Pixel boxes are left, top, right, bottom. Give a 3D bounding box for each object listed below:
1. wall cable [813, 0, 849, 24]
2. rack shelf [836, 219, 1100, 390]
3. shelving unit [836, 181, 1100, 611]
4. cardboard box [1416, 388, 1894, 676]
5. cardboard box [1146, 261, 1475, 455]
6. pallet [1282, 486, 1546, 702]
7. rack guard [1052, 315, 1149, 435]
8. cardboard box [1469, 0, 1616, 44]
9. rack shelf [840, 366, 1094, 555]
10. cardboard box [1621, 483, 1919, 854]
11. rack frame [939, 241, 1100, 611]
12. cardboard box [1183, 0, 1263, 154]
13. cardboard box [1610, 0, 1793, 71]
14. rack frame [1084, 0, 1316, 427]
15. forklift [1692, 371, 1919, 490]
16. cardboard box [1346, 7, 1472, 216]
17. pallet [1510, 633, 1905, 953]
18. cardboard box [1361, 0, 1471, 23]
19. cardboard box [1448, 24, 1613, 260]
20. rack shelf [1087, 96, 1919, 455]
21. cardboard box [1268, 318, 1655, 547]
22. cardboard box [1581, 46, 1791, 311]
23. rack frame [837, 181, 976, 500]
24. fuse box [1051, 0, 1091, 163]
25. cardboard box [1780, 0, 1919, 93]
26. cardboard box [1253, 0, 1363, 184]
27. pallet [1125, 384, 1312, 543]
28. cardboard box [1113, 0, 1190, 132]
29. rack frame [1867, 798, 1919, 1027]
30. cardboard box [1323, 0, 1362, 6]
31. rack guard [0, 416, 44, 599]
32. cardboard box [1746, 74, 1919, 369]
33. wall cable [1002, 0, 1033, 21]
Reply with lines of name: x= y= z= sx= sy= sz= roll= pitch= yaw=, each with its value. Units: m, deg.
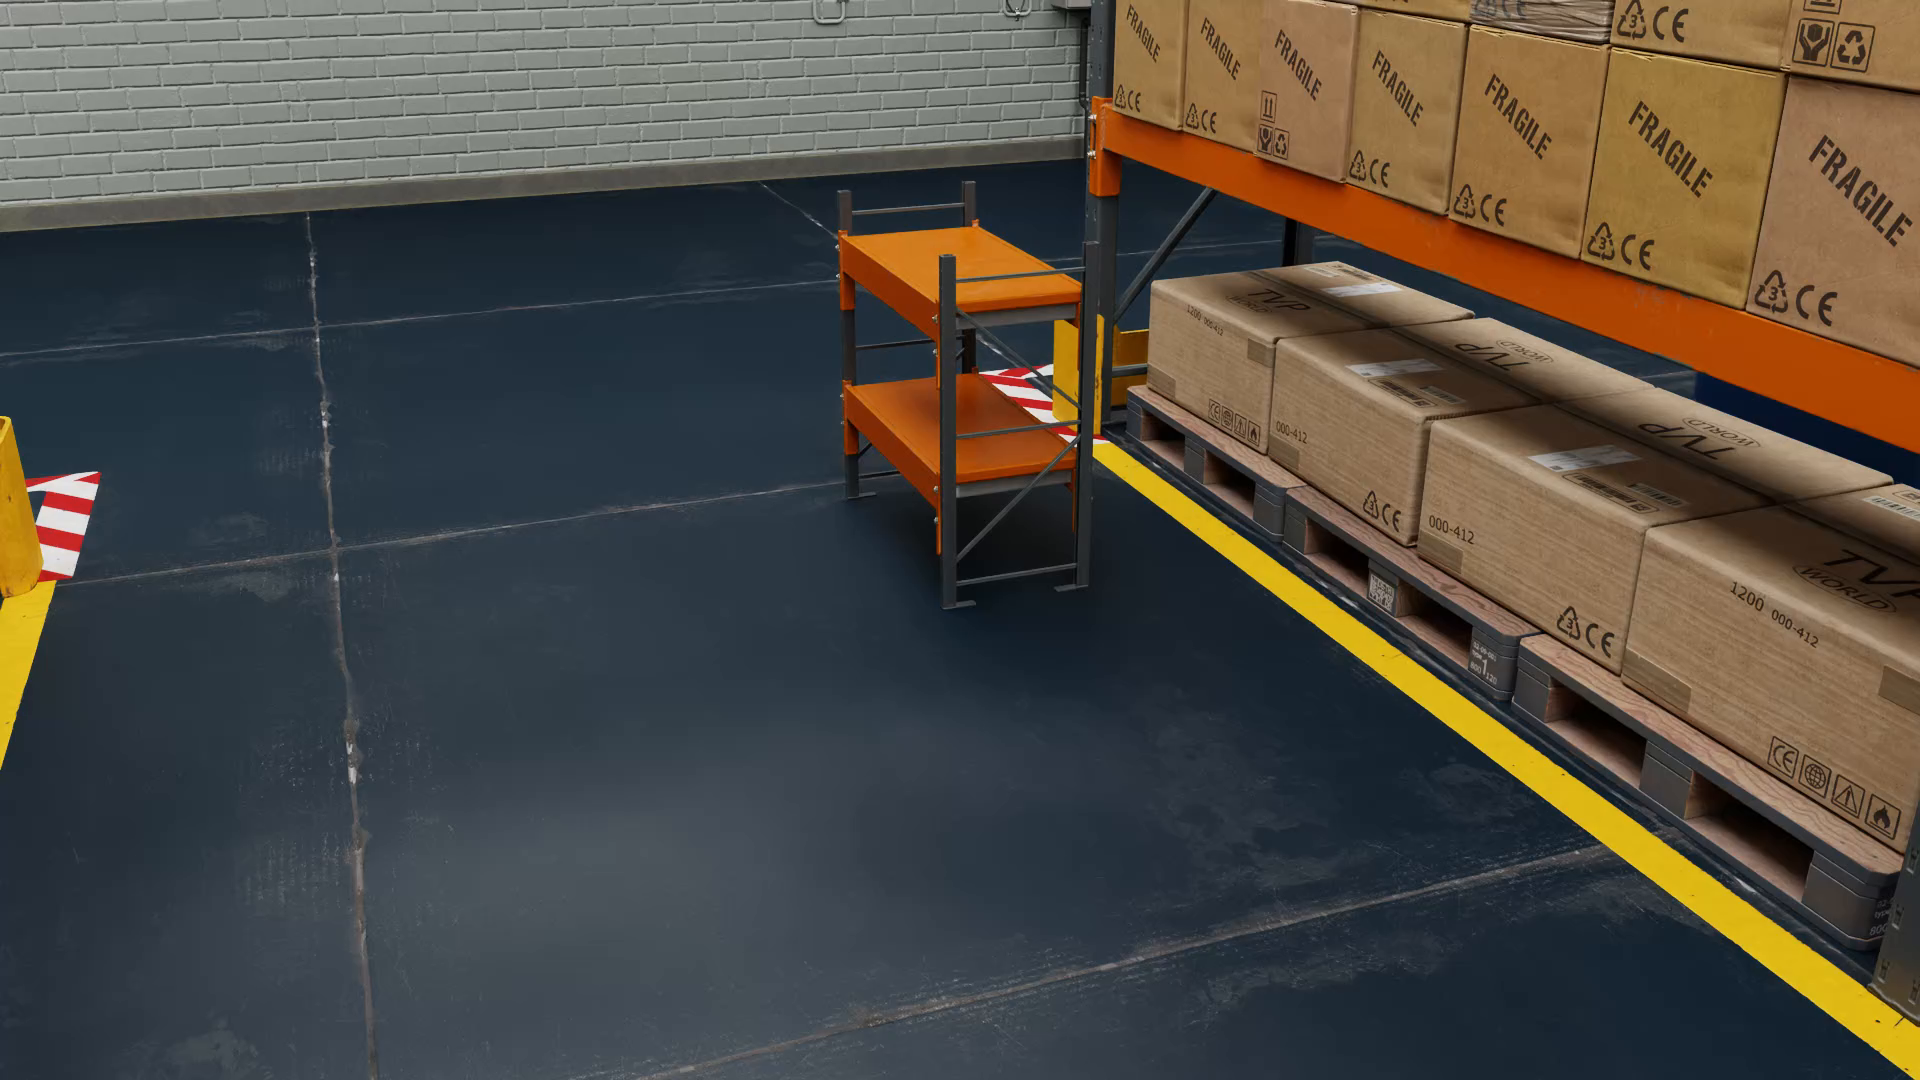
wall cable: x=-1.028 y=-4.462 z=11.125 sx=0.585 sy=1.953 sz=0.123 roll=-8 pitch=24 yaw=-19
rack shelf: x=-0.002 y=-0.791 z=5.424 sx=0.538 sy=0.278 sz=1.000 roll=-8 pitch=24 yaw=-19
shelving unit: x=-0.002 y=-0.521 z=5.537 sx=0.538 sy=1.125 sz=1.048 roll=-8 pitch=24 yaw=-19
cardboard box: x=1.960 y=-0.061 z=4.790 sx=0.875 sy=0.438 sz=0.875 roll=-9 pitch=25 yaw=-21
cardboard box: x=1.312 y=-0.720 z=6.355 sx=0.875 sy=0.438 sz=0.875 roll=-9 pitch=25 yaw=-21
pallet: x=1.768 y=0.074 z=5.303 sx=1.003 sy=0.211 sz=1.213 roll=-8 pitch=24 yaw=-19
rack guard: x=0.977 y=-0.790 z=6.981 sx=1.175 sy=0.500 sz=0.348 roll=-8 pitch=24 yaw=-19
cardboard box: x=1.613 y=-1.489 z=4.006 sx=0.500 sy=0.500 sz=0.500 roll=-8 pitch=24 yaw=-18
rack shelf: x=-0.002 y=-0.295 z=5.632 sx=0.538 sy=0.278 sz=1.000 roll=-8 pitch=24 yaw=-19
cardboard box: x=2.277 y=0.264 z=4.019 sx=0.875 sy=0.438 sz=0.875 roll=-9 pitch=24 yaw=-20
rack frame: x=0.177 y=-0.336 z=5.099 sx=0.500 sy=1.125 sz=0.032 roll=-8 pitch=24 yaw=-19
cardboard box: x=1.091 y=-1.586 z=5.521 sx=0.500 sy=0.500 sz=0.500 roll=-9 pitch=24 yaw=-20
cardboard box: x=1.802 y=-1.306 z=3.570 sx=0.500 sy=0.500 sz=0.500 roll=-9 pitch=24 yaw=-20
rack frame: x=0.986 y=-1.933 z=6.475 sx=1.000 sy=3.000 sz=0.127 roll=-8 pitch=24 yaw=-19
forklift: x=3.610 y=-1.043 z=4.451 sx=1.130 sy=2.935 sz=3.031 roll=-8 pitch=24 yaw=-19
cardboard box: x=1.447 y=-1.219 z=4.650 sx=0.500 sy=0.500 sz=0.500 roll=-8 pitch=24 yaw=-17
pallet: x=2.203 y=0.518 z=4.249 sx=1.003 sy=0.211 sz=1.213 roll=-8 pitch=24 yaw=-19
cardboard box: x=1.444 y=-1.673 z=4.441 sx=0.500 sy=0.500 sz=0.500 roll=-8 pitch=24 yaw=-19
cardboard box: x=1.617 y=-1.026 z=4.194 sx=0.500 sy=0.500 sz=0.500 roll=-9 pitch=24 yaw=-20
rack shelf: x=1.692 y=-0.875 z=4.890 sx=1.077 sy=0.370 sz=4.000 roll=-8 pitch=24 yaw=-19
cardboard box: x=1.643 y=-0.389 z=5.568 sx=0.875 sy=0.438 sz=0.875 roll=-8 pitch=24 yaw=-18
cardboard box: x=1.809 y=-0.846 z=3.766 sx=0.500 sy=0.500 sz=0.500 roll=-9 pitch=24 yaw=-20
rack frame: x=-0.182 y=-0.705 z=5.976 sx=0.500 sy=1.125 sz=0.032 roll=-8 pitch=24 yaw=-19
fuse box: x=0.988 y=-3.620 z=12.137 sx=0.539 sy=1.711 sz=0.414 roll=-8 pitch=24 yaw=-19
cardboard box: x=1.974 y=-1.120 z=3.130 sx=0.500 sy=0.500 sz=0.500 roll=-9 pitch=24 yaw=-19
cardboard box: x=1.254 y=-1.398 z=5.077 sx=0.500 sy=0.500 sz=0.500 roll=-8 pitch=24 yaw=-19
pallet: x=1.341 y=-0.369 z=6.353 sx=1.003 sy=0.211 sz=1.213 roll=-8 pitch=24 yaw=-19
cardboard box: x=0.886 y=-1.766 z=5.948 sx=0.500 sy=0.500 sz=0.500 roll=-9 pitch=24 yaw=-19
rack frame: x=2.399 y=-0.480 z=3.027 sx=1.000 sy=3.000 sz=0.127 roll=-8 pitch=24 yaw=-19
cardboard box: x=1.267 y=-1.854 z=4.870 sx=0.500 sy=0.500 sz=0.500 roll=-9 pitch=24 yaw=-19
rack guard: x=-3.583 y=-0.038 z=5.196 sx=1.175 sy=0.500 sz=0.348 roll=-8 pitch=24 yaw=-19
cardboard box: x=1.996 y=-0.659 z=3.324 sx=0.500 sy=0.500 sz=0.500 roll=-8 pitch=24 yaw=-19
wall cable: x=0.294 y=-4.646 z=11.603 sx=0.588 sy=1.984 sz=0.122 roll=-8 pitch=24 yaw=-19
